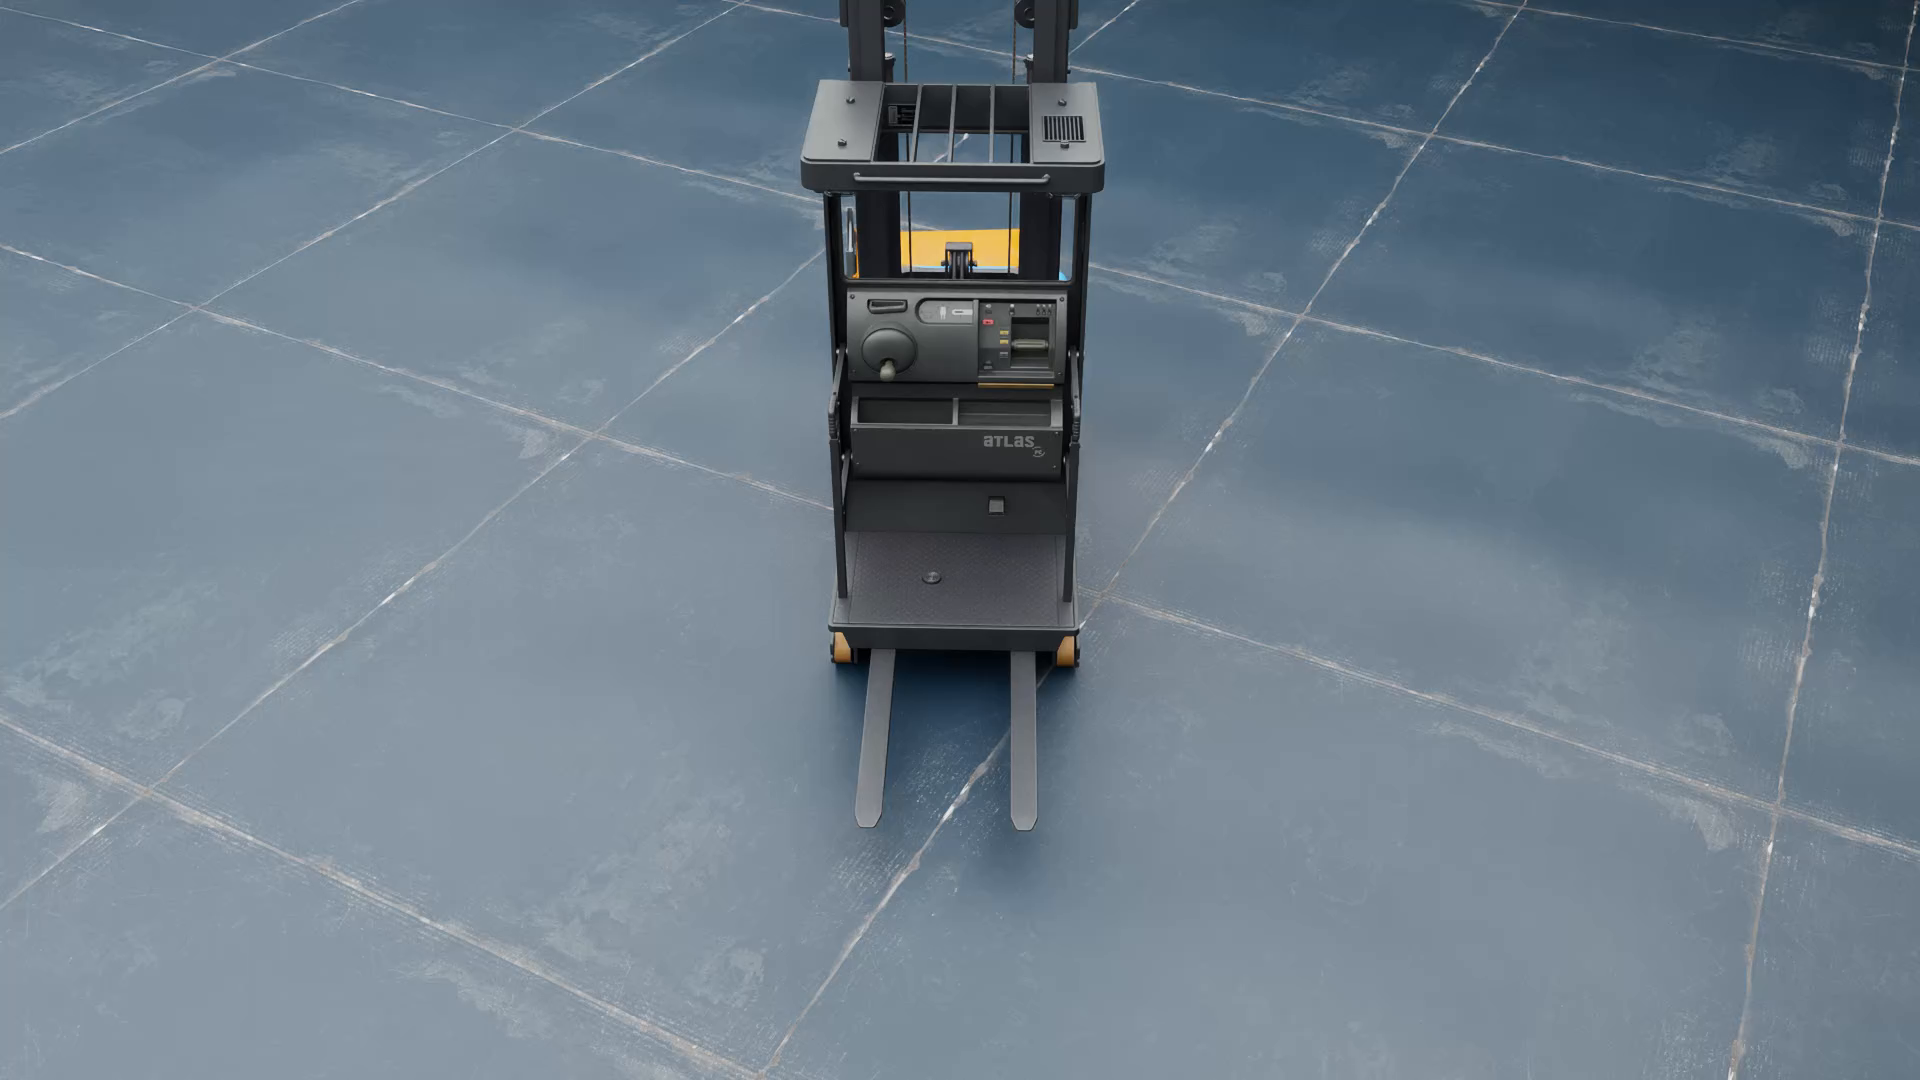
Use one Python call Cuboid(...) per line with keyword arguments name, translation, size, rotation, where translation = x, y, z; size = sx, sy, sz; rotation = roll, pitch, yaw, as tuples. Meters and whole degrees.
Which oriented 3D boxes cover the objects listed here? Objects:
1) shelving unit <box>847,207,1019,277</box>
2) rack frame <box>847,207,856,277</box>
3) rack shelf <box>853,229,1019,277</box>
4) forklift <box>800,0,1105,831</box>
Cuboid(name="shelving unit", translation=(-0.054, -1.157, 8.844), size=(1.048, 1.125, 0.538), rotation=(-2, 37, -2))
Cuboid(name="rack frame", translation=(-0.562, -1.142, 8.824), size=(0.032, 1.125, 0.500), rotation=(-2, 37, -2))
Cuboid(name="rack shelf", translation=(-0.054, -1.391, 8.667), size=(1.000, 0.278, 0.538), rotation=(-2, 37, -2))
Cuboid(name="forklift", translation=(-0.016, -0.791, 6.868), size=(1.130, 2.935, 3.031), rotation=(1, 37, 1))
